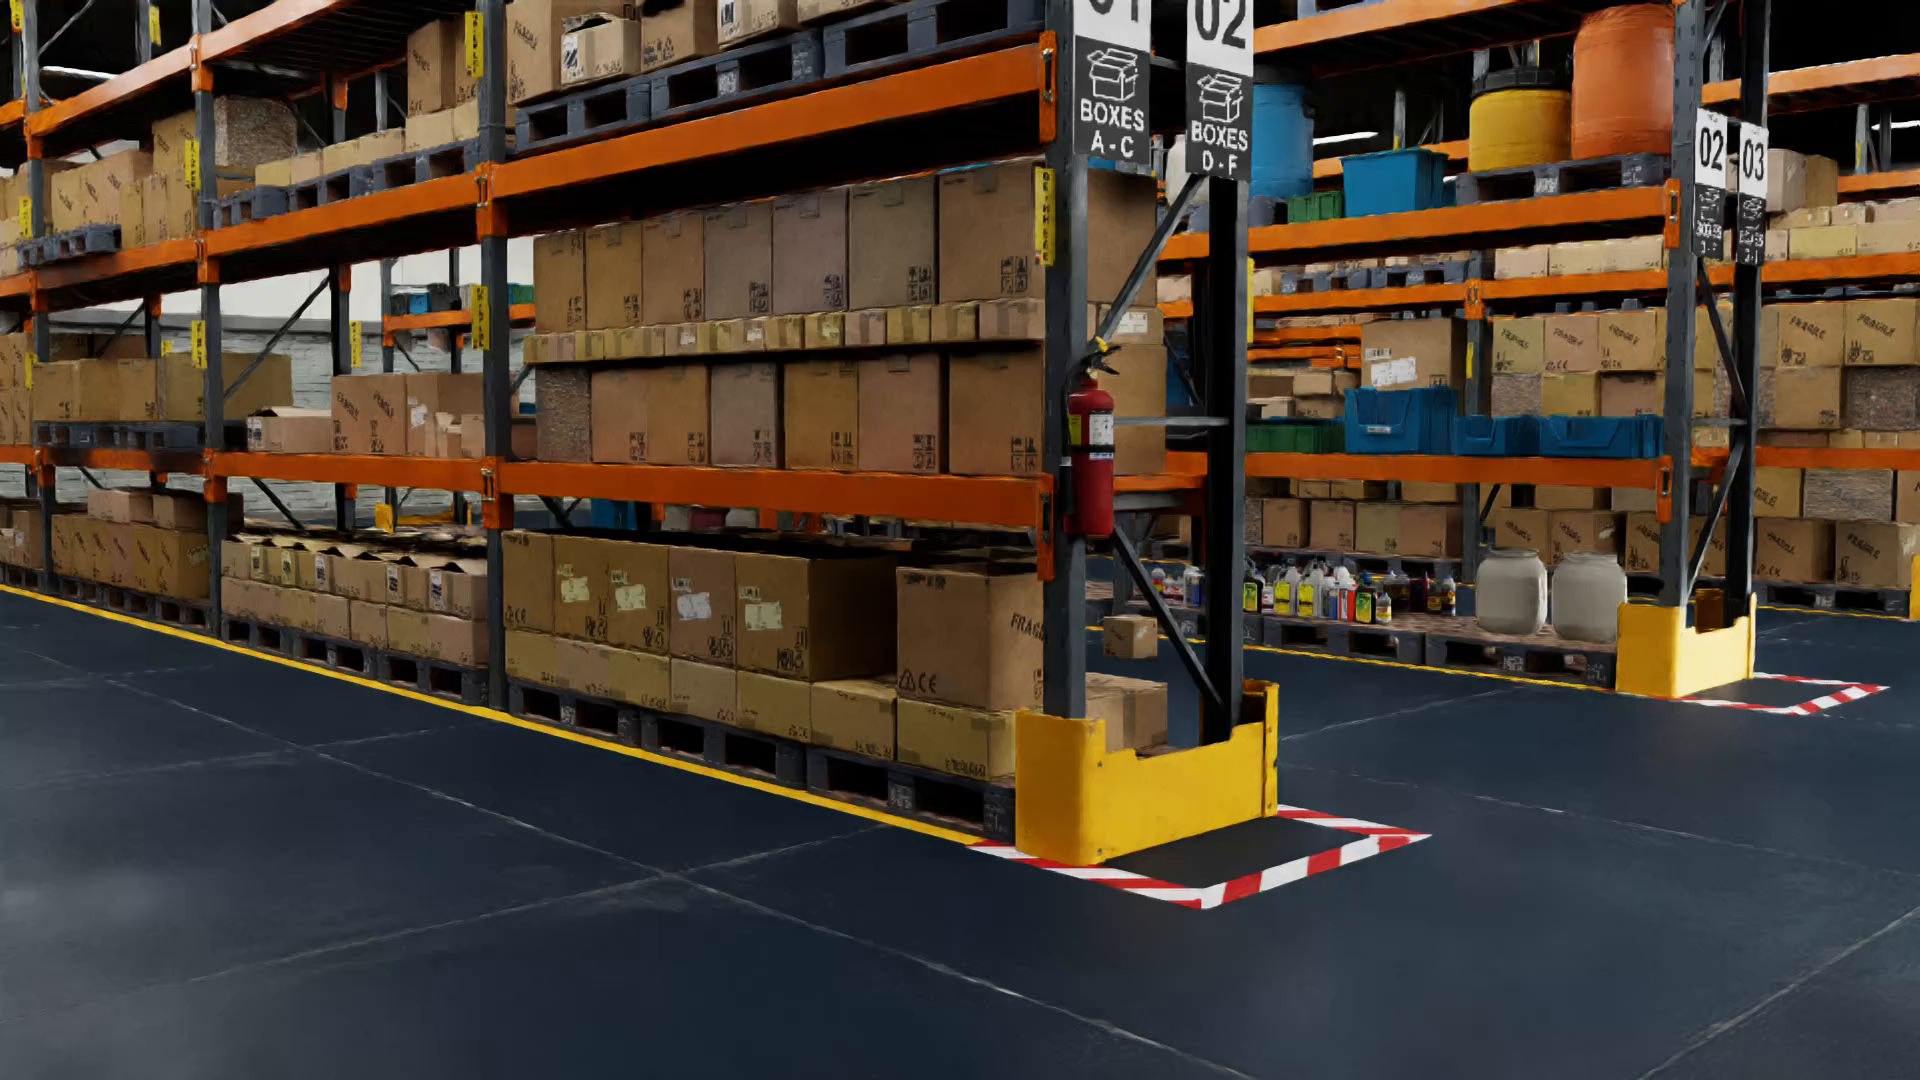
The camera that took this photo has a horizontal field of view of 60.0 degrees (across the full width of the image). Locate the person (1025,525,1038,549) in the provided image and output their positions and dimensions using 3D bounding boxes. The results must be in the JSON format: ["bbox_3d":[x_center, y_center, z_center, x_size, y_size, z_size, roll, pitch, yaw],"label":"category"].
[{"bbox_3d":[0.642,-0.064,10.508,0.468,1.667,0.655,2,5,30],"label":"person"}]
